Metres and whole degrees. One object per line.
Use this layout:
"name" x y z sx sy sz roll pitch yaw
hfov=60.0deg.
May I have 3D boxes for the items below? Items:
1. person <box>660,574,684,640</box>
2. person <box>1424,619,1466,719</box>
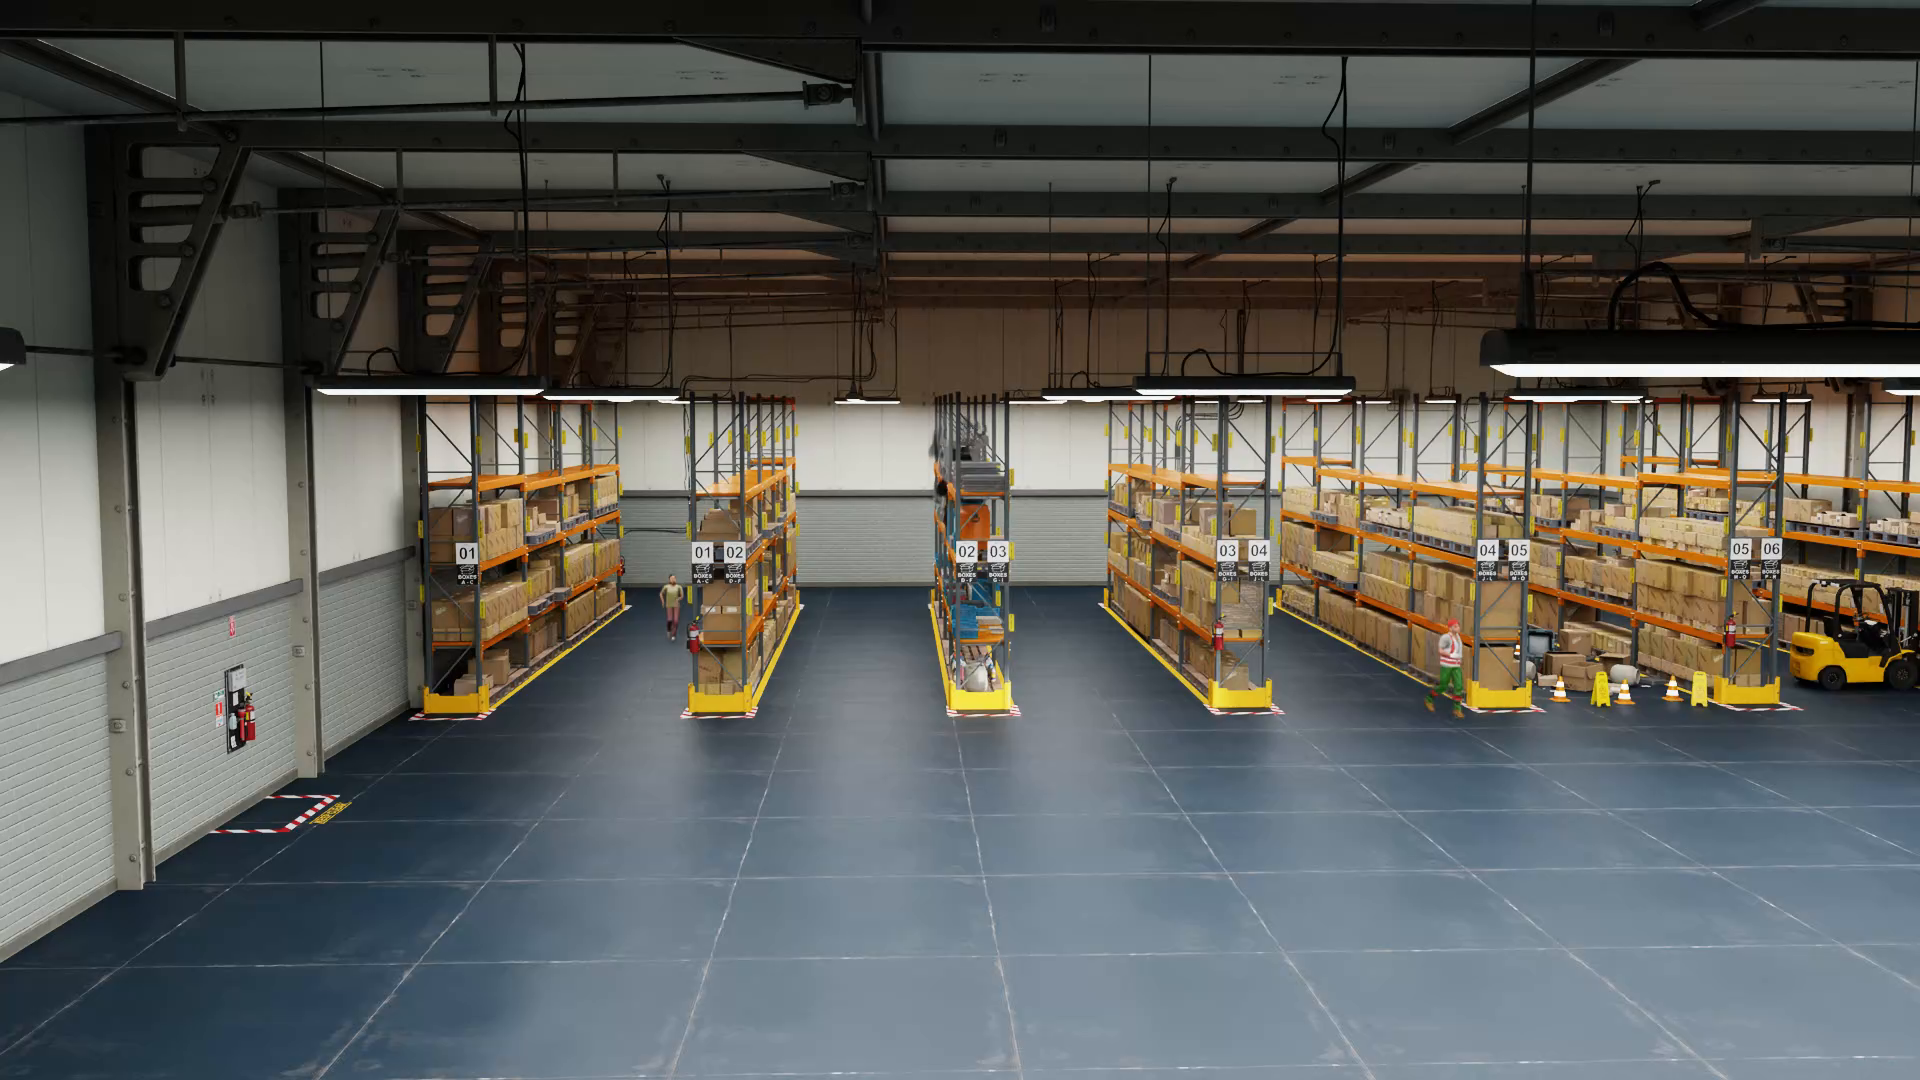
"person" -7.019 1.648 40.632 0.566 1.629 0.550 -1 5 -16
"person" 9.073 2.359 30.846 0.673 1.808 0.902 -3 6 -34
